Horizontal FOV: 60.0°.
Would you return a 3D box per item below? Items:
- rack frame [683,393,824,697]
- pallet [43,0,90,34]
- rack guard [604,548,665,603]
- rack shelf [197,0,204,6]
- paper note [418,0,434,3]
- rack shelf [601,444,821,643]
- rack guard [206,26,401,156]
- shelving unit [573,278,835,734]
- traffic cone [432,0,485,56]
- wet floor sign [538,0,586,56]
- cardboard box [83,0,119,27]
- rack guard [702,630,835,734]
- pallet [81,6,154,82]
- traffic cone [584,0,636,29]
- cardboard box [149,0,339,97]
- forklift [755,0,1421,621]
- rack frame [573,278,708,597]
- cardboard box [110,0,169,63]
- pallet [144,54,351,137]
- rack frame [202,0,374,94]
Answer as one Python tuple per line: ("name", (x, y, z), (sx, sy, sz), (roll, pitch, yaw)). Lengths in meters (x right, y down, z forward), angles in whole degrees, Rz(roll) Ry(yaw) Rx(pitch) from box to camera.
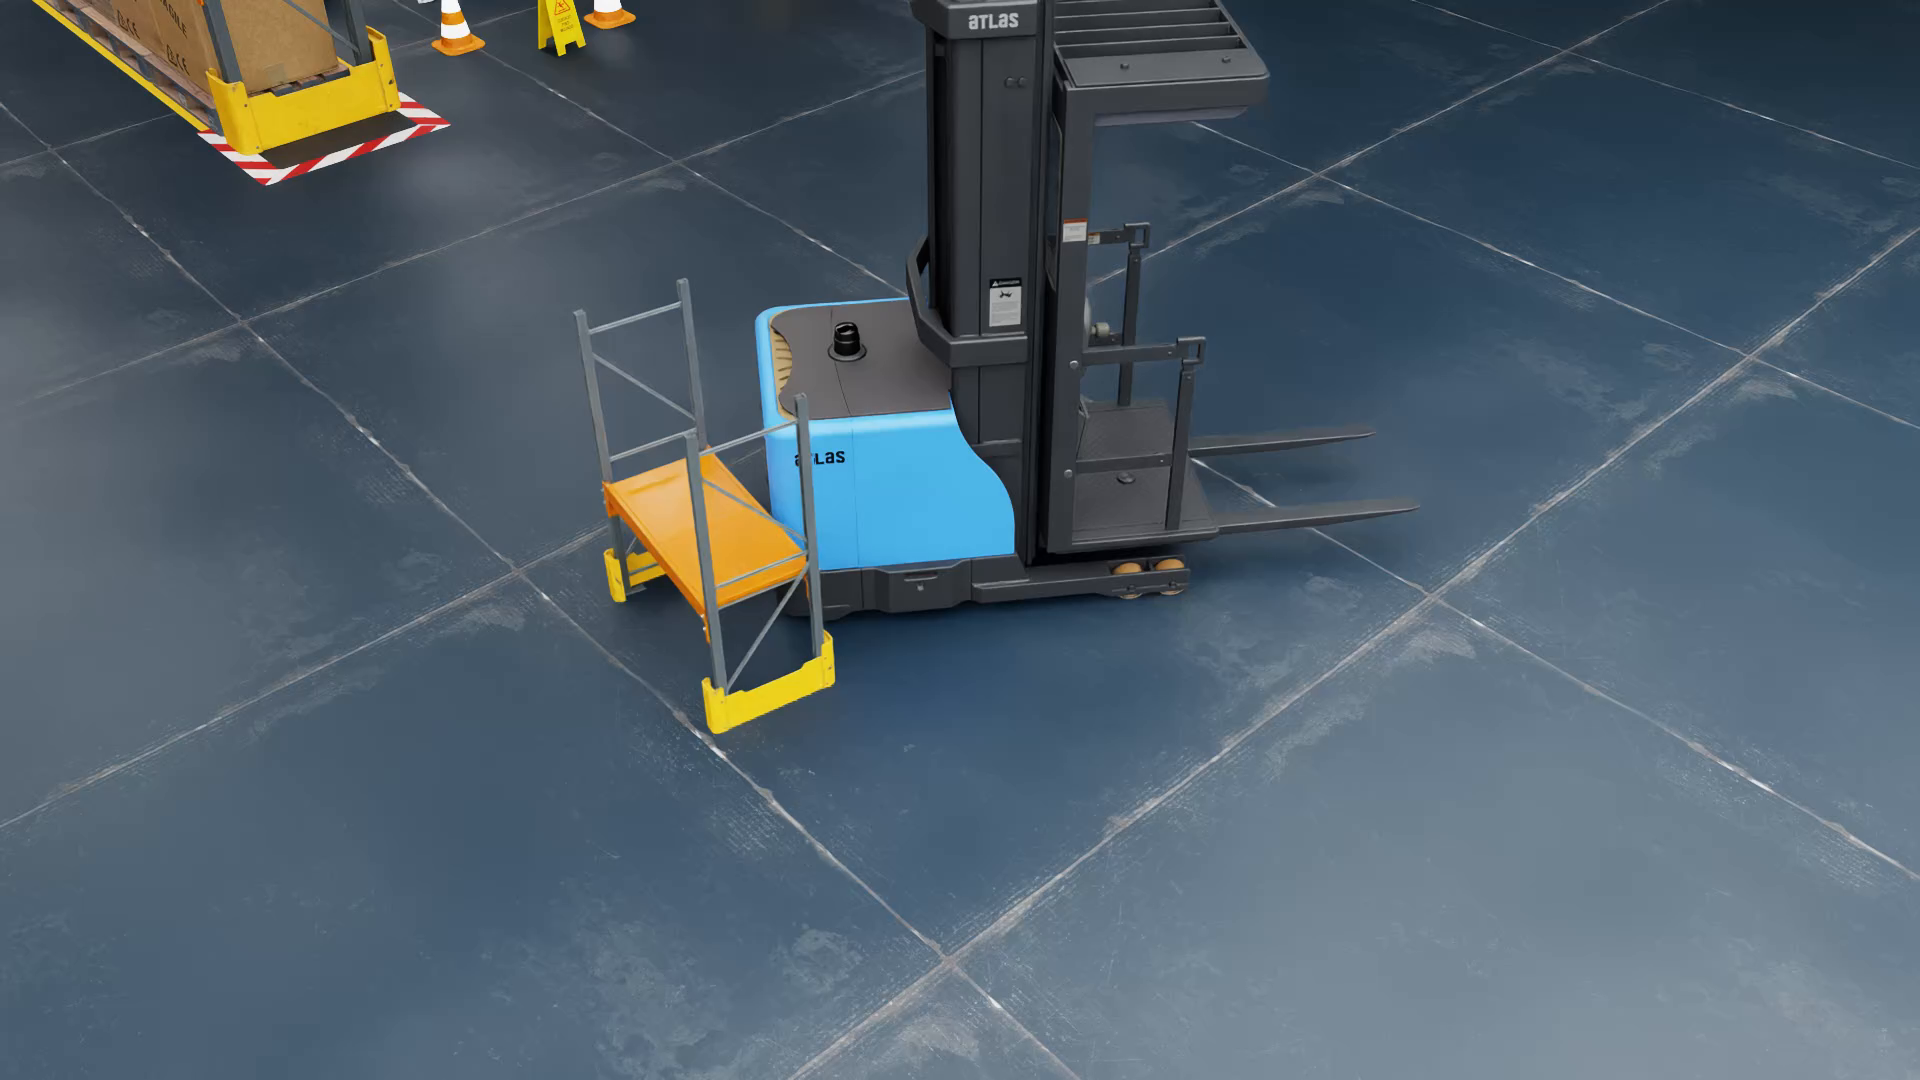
("rack frame", (-0.791, 0.122, 6.613), (0.500, 1.500, 0.032), (-22, 44, -25))
("pallet", (-6.735, -4.448, 13.297), (1.003, 0.211, 1.213), (-30, 48, -32))
("rack guard", (-1.343, 0.073, 7.668), (0.587, 0.250, 0.087), (-22, 44, -25))
("rack shelf", (-5.839, -4.712, 11.978), (1.077, 0.370, 4.000), (-30, 48, -32))
("paper note", (-4.268, -4.339, 13.307), (0.144, 0.017, 0.142), (-15, 41, -17))
("rack shelf", (-1.067, -0.006, 7.058), (0.538, 0.185, 1.000), (-22, 44, -25))
("rack guard", (-4.470, -3.083, 11.377), (1.175, 0.500, 0.348), (-30, 48, -32))
("shelving unit", (-1.072, -0.151, 6.951), (0.587, 1.500, 1.083), (-22, 44, -25))
("traffic cone", (-3.799, -3.929, 12.454), (0.336, 0.463, 0.334), (-30, 48, -32))
("wet floor sign", (-3.008, -3.979, 12.371), (0.232, 0.644, 0.267), (26, 45, 28))
("cardboard box", (-6.205, -4.518, 12.522), (0.875, 0.875, 0.875), (-30, 47, -31))
("rack guard", (-0.801, 0.598, 7.018), (0.587, 0.250, 0.087), (-22, 44, -25))
("pallet", (-5.905, -3.883, 12.598), (1.003, 0.211, 1.213), (-30, 48, -32))
("traffic cone", (-2.737, -4.252, 12.854), (0.336, 0.463, 0.334), (-30, 48, -32))
("cardboard box", (-4.993, -3.689, 11.495), (0.875, 0.875, 0.875), (-30, 47, -32))
("forklift", (0.617, -1.196, 7.106), (3.031, 2.935, 1.130), (-5, 39, -6))
("rack frame", (-1.344, -0.414, 7.276), (0.500, 1.500, 0.032), (-22, 44, -25))
("cardboard box", (-5.590, -4.095, 11.998), (0.875, 0.875, 0.875), (-31, 48, -32))
("pallet", (-5.084, -3.319, 11.899), (1.003, 0.211, 1.213), (-30, 48, -32))
("rack frame", (-4.486, -4.067, 10.606), (1.000, 3.000, 0.127), (-30, 48, -32))
